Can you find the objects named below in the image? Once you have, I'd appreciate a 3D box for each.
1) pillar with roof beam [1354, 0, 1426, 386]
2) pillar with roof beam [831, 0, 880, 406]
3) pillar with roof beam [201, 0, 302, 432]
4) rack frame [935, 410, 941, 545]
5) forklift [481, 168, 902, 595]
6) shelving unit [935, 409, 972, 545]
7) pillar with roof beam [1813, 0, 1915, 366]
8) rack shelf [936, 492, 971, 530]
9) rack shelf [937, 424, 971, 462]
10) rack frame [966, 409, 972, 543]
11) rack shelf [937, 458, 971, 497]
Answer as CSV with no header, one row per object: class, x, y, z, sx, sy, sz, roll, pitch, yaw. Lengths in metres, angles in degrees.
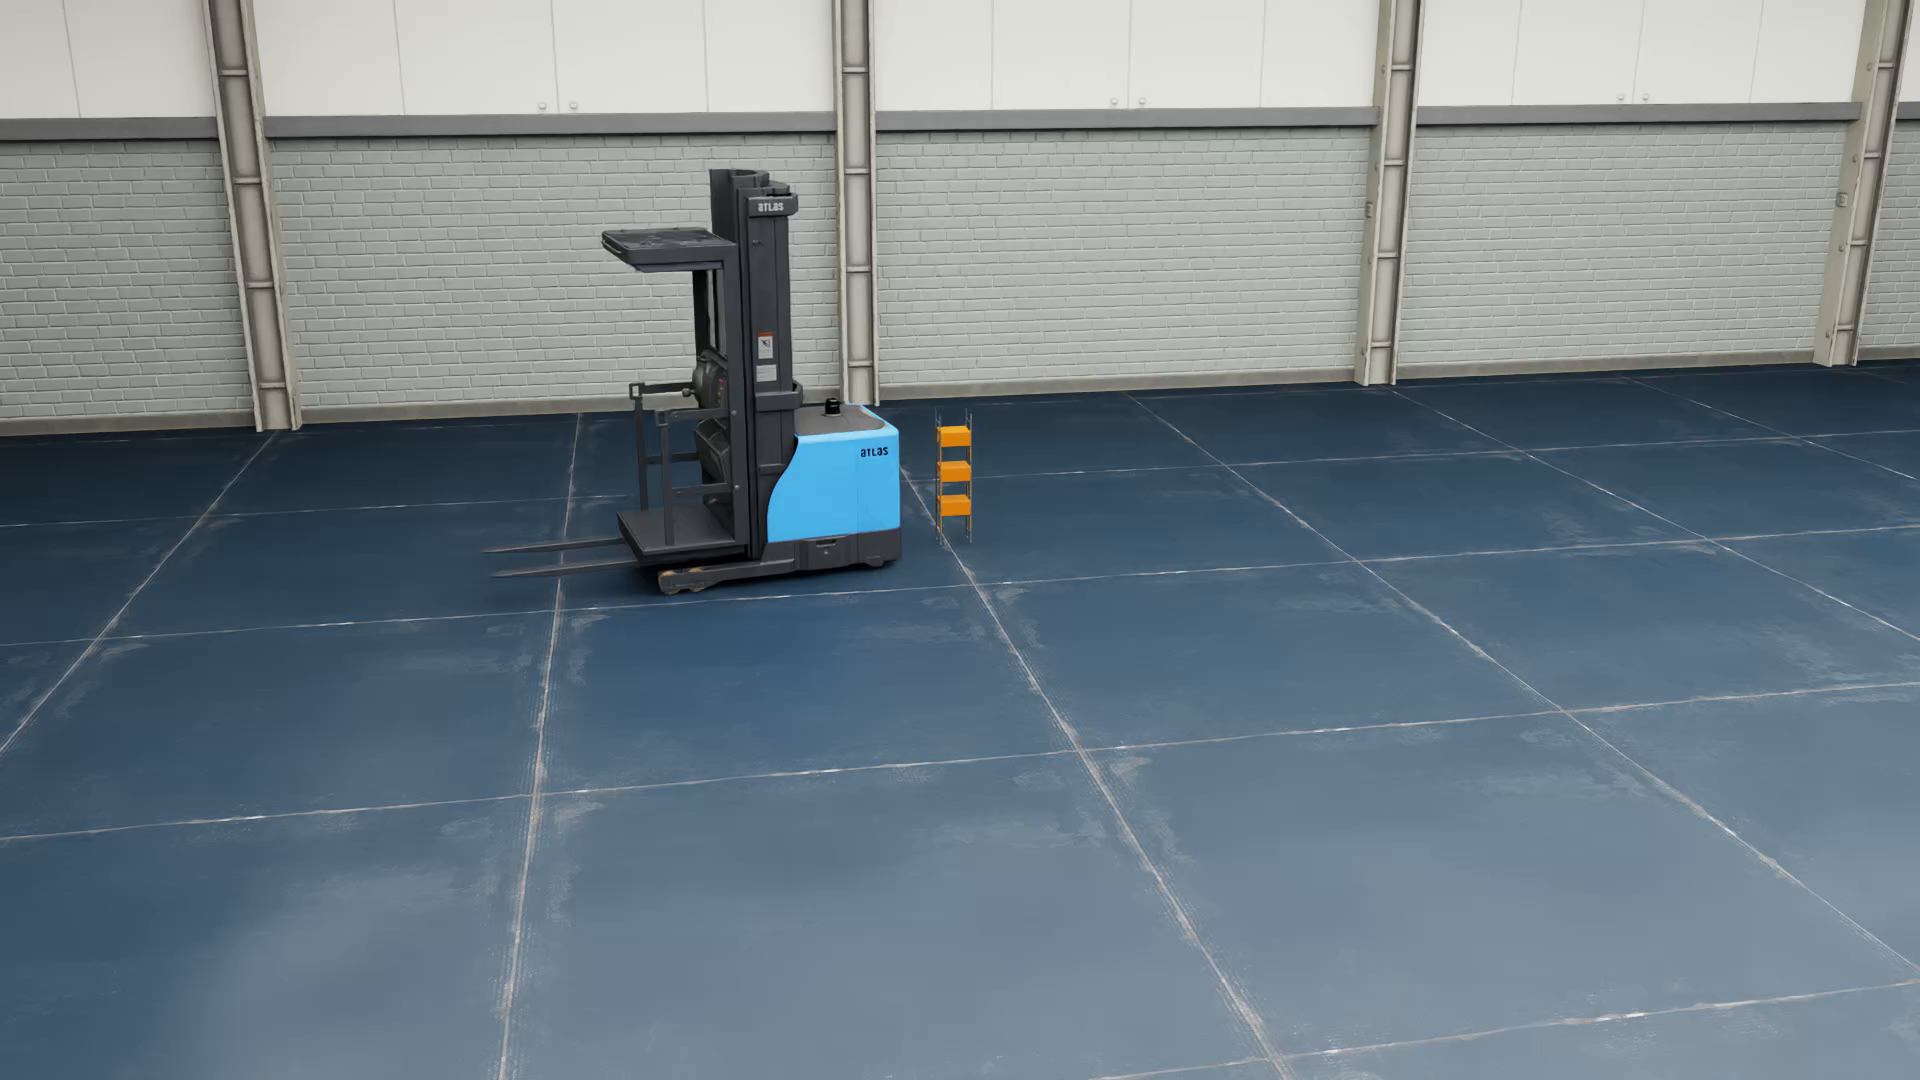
pillar with roof beam,5.613,-4.885,13.891,0.400,9.000,9.100,-3,17,-10
pillar with roof beam,-0.278,-4.551,12.803,0.400,9.000,9.100,-3,17,-10
pillar with roof beam,-6.169,-4.217,11.715,0.400,9.000,9.100,-3,17,-10
rack frame,-0.172,-0.492,13.126,0.008,1.050,0.200,-3,17,-10
forklift,-2.013,-1.181,12.166,3.031,2.935,1.130,-6,18,-20
shelving unit,-0.053,-0.499,13.148,0.252,1.050,0.215,-3,17,-10
pillar with roof beam,11.504,-5.220,14.979,0.400,9.000,9.100,-3,17,-10
rack shelf,-0.053,-0.223,13.233,0.240,0.259,0.215,-3,17,-10
rack shelf,-0.053,-0.760,13.068,0.240,0.259,0.215,-3,17,-10
rack frame,0.067,-0.506,13.170,0.008,1.050,0.200,-3,17,-10
rack shelf,-0.053,-0.489,13.151,0.240,0.259,0.215,-3,17,-10
